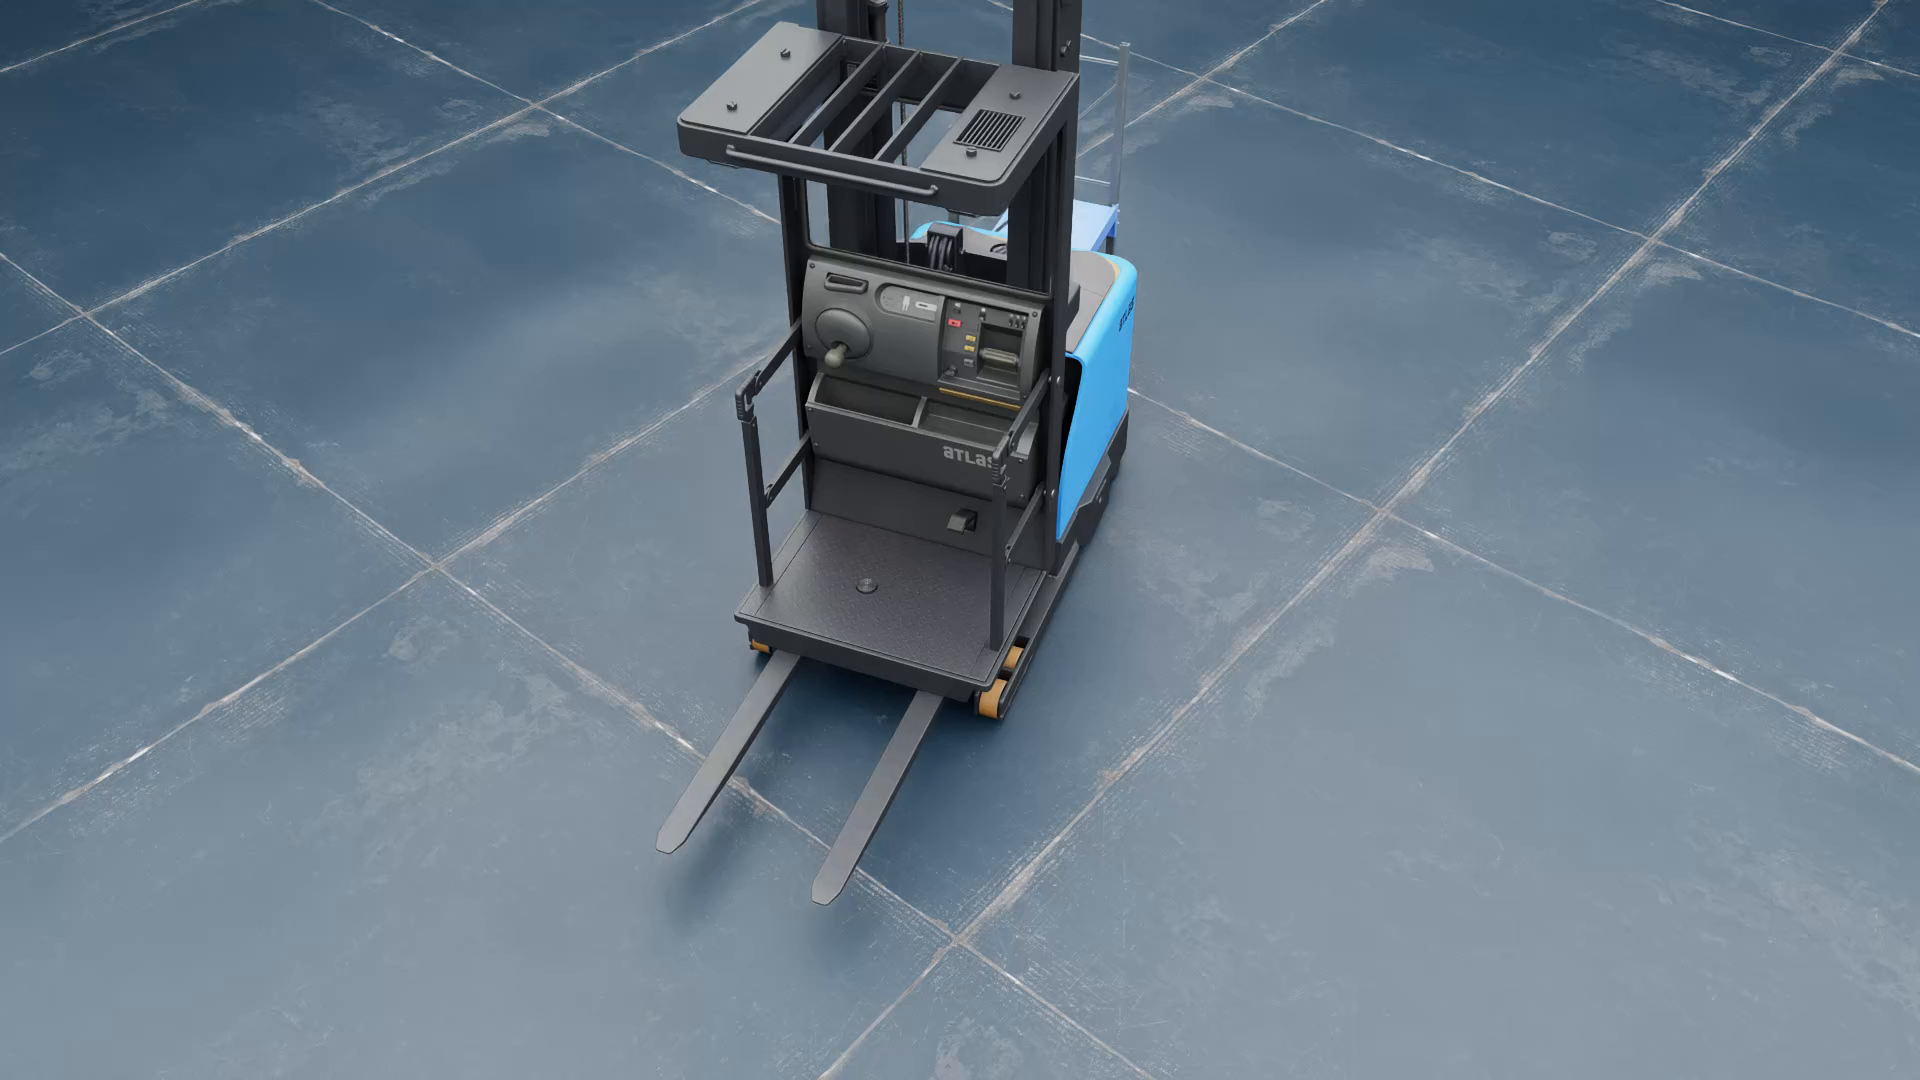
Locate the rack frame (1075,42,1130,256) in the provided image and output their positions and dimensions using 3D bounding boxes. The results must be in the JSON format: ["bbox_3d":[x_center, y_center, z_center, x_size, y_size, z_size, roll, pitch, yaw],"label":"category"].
[{"bbox_3d":[0.555,-1.809,8.307,0.500,1.500,0.032,15,44,16],"label":"rack frame"}]

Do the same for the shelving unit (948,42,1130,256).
[{"bbox_3d":[0.371,-1.490,7.957,0.538,1.500,1.048,15,44,16],"label":"shelving unit"}]

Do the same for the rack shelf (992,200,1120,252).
[{"bbox_3d":[0.371,-1.357,8.078,0.538,0.185,1.000,15,44,16],"label":"rack shelf"}]

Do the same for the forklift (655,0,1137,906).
[{"bbox_3d":[-0.225,-0.693,6.016,1.130,2.935,3.031,15,44,15],"label":"forklift"}]

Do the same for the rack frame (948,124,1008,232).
[{"bbox_3d":[0.187,-1.172,7.606,0.500,1.500,0.032,15,44,16],"label":"rack frame"}]
